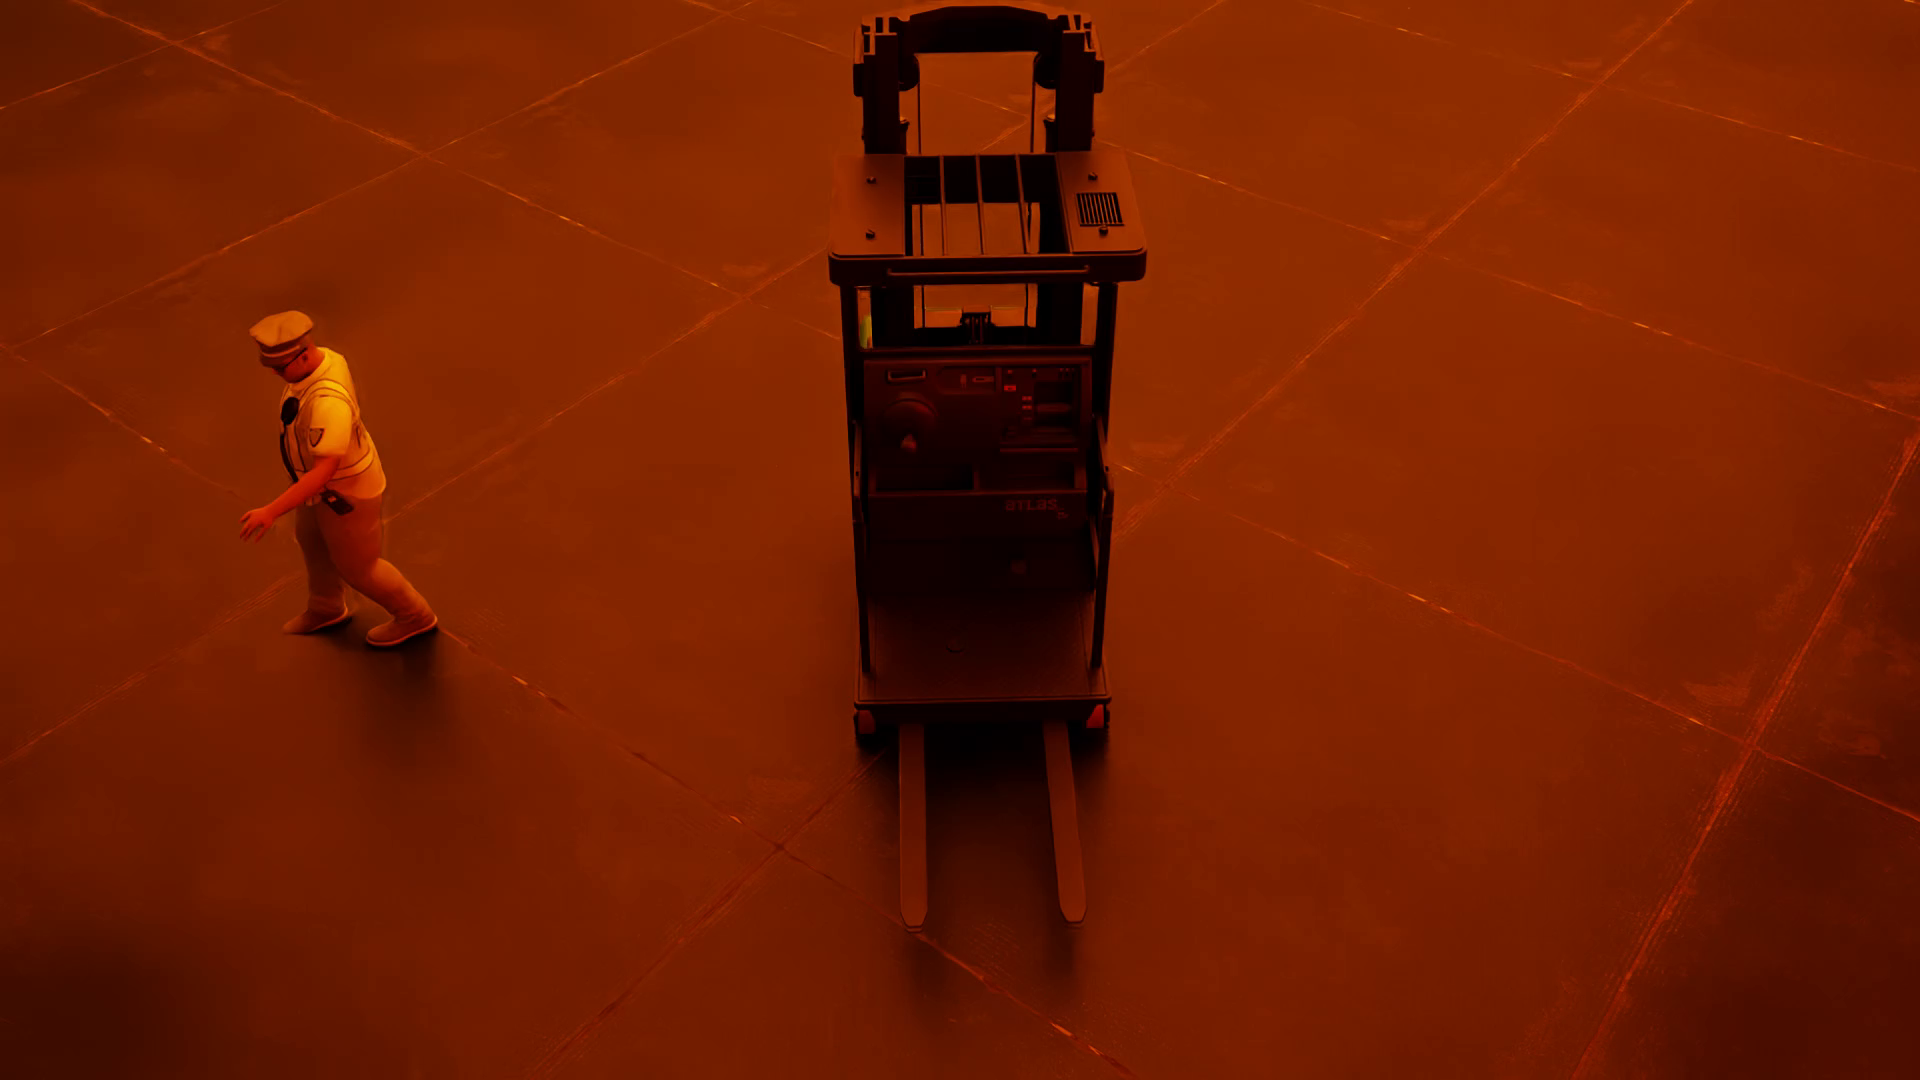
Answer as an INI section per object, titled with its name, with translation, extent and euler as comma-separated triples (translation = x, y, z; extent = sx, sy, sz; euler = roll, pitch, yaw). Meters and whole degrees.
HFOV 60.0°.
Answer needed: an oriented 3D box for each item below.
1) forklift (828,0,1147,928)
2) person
[forklift]
translation = 0.082, -0.474, 6.630
extent = 1.130, 2.935, 3.031
euler = -1, 40, -1
[person]
translation = -2.835, -0.224, 7.307
extent = 0.701, 1.756, 1.011
euler = -14, 43, -16
